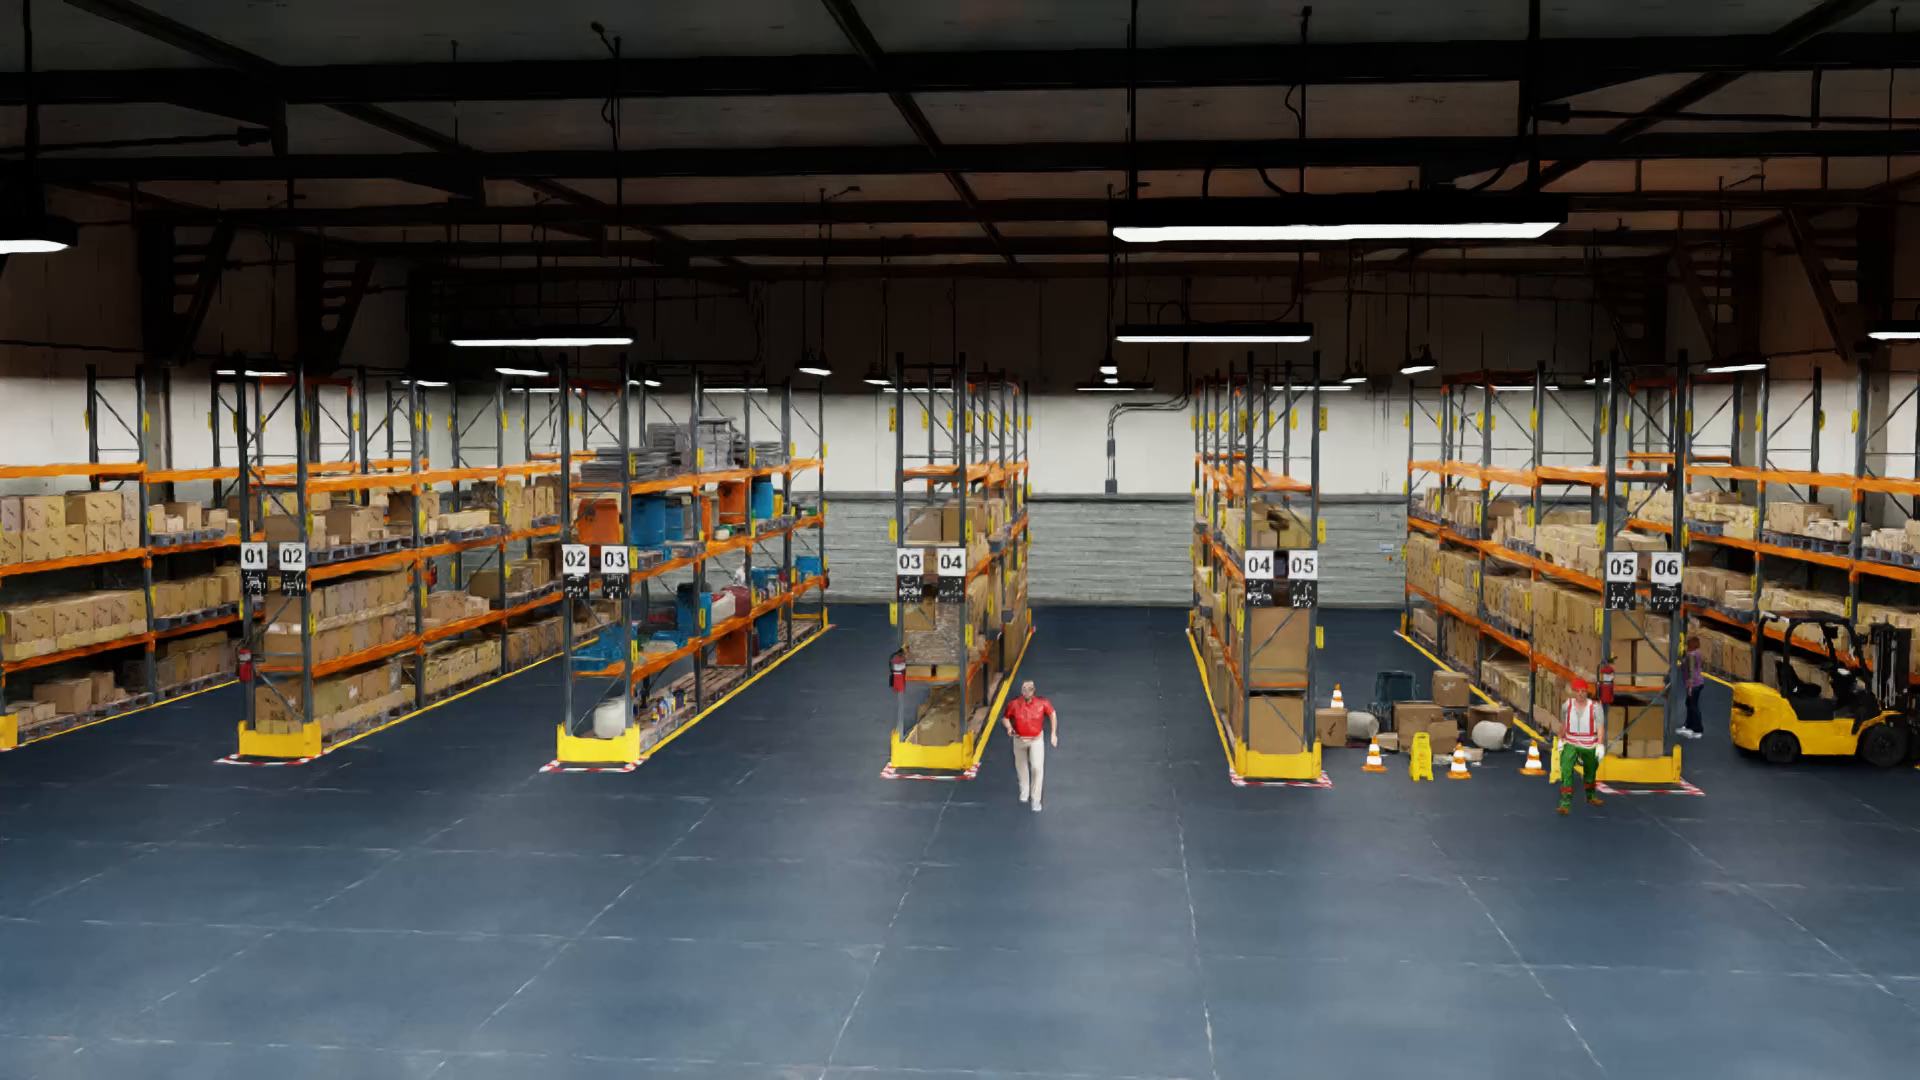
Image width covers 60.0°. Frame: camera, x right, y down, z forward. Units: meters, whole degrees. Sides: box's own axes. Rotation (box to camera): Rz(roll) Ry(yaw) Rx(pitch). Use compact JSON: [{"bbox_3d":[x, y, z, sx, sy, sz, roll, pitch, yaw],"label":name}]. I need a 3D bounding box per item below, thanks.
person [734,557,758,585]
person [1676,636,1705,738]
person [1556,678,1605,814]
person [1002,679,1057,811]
[{"bbox_3d":[-5.215,1.250,40.877,0.719,1.715,0.578,0,4,5],"label":"person"},{"bbox_3d":[11.596,2.318,26.395,0.450,1.599,0.467,3,5,36],"label":"person"},{"bbox_3d":[7.970,2.628,21.355,0.595,1.739,0.978,2,5,27],"label":"person"},{"bbox_3d":[0.895,2.633,21.697,0.686,1.666,0.867,1,4,11],"label":"person"}]
